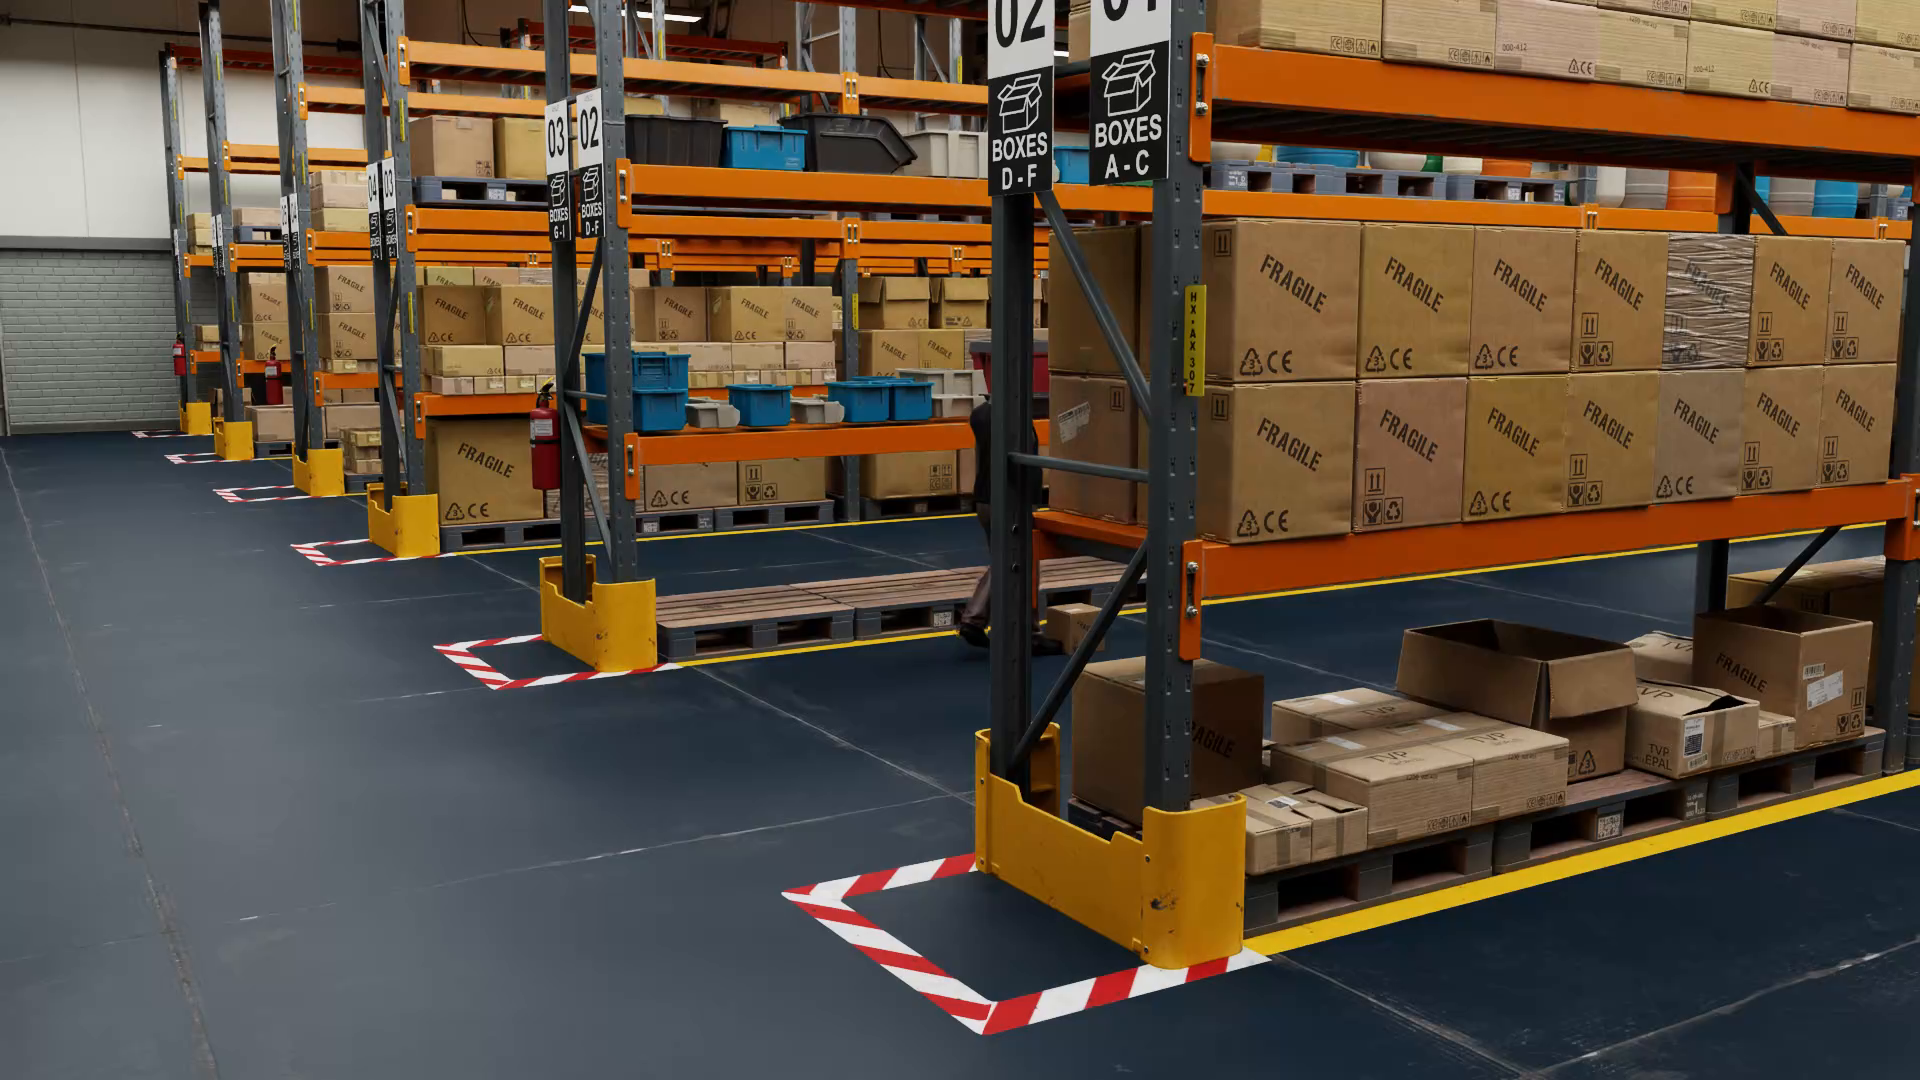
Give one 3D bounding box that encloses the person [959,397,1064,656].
[{"bbox_3d":[0.323,-0.178,9.596,0.625,1.712,0.549,-5,9,-30],"label":"person"}]
